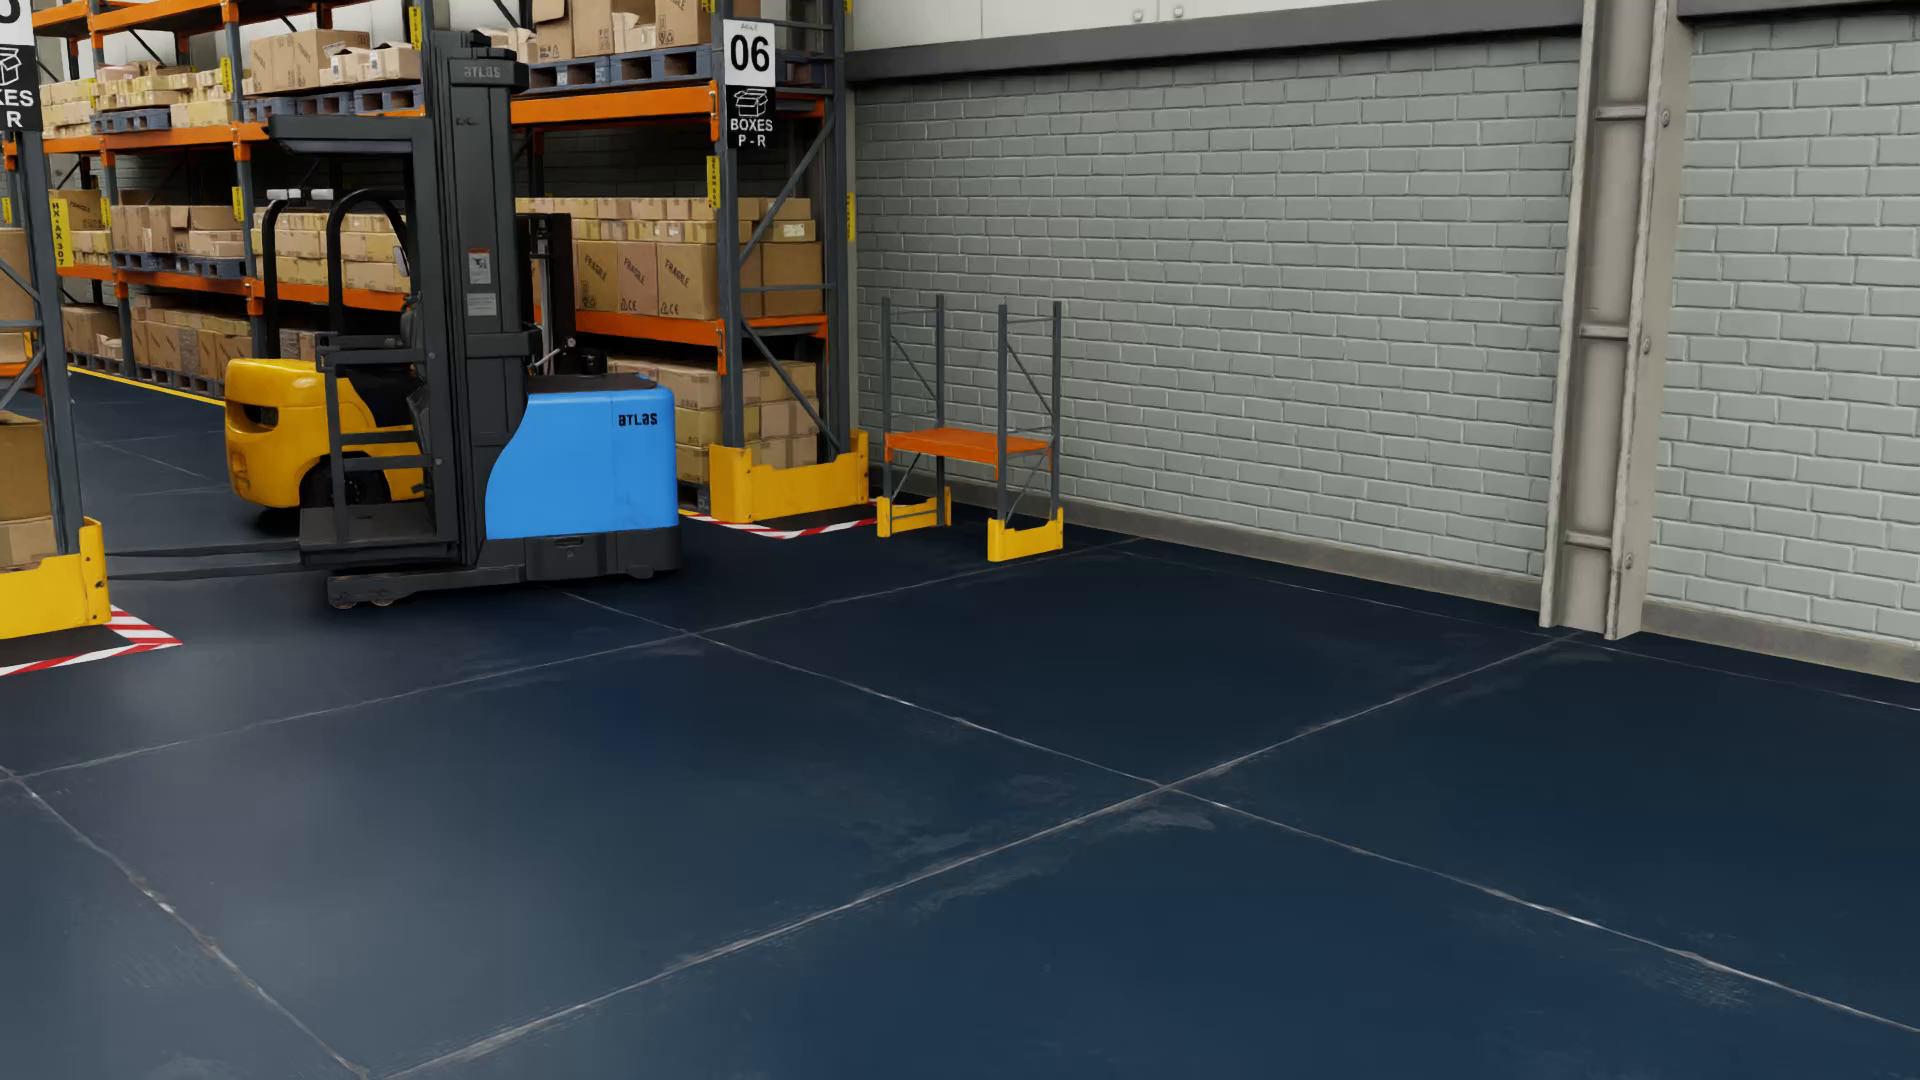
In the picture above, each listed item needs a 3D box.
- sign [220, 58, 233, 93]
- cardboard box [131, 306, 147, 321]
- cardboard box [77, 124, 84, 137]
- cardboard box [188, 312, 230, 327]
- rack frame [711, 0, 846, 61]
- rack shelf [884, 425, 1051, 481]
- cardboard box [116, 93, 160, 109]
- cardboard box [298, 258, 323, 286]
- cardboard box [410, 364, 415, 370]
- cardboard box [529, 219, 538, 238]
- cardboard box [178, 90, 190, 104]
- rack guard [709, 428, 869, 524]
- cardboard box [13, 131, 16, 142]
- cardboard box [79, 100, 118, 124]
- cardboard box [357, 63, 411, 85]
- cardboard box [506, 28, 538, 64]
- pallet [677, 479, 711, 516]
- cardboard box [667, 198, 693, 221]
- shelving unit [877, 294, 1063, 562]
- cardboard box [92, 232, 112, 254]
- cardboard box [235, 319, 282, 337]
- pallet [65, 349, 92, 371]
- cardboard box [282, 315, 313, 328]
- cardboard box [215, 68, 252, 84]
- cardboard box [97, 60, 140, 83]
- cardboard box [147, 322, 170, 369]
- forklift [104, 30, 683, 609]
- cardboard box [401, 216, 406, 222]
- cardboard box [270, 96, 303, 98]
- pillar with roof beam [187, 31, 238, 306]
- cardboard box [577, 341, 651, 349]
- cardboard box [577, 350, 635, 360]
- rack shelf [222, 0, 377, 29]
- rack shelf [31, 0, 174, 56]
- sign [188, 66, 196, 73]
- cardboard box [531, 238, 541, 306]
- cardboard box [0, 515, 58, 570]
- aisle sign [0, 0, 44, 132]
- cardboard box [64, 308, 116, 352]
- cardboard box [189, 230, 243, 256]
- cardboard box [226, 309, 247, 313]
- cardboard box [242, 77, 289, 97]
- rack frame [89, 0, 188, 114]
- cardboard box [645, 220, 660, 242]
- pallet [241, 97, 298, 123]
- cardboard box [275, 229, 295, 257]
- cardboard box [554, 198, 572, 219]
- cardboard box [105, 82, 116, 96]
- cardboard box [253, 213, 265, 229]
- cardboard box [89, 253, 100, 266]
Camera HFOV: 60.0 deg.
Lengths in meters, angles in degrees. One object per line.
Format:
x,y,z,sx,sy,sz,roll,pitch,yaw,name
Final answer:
-7.090,-4.496,16.084,0.100,0.325,0.005,-11,16,-43,sign
-9.403,-2.642,19.348,0.380,0.149,0.250,-10,15,-40,cardboard box
-10.266,-4.866,19.787,0.380,0.149,0.250,-10,15,-41,cardboard box
-8.249,-2.425,18.294,0.380,0.149,0.250,-11,16,-42,cardboard box
-1.172,-4.619,10.532,1.000,3.000,0.127,-11,16,-43,rack frame
0.059,-0.546,10.236,0.538,0.185,1.000,-11,16,-43,rack shelf
-9.028,-4.819,18.270,0.380,0.149,0.250,-11,16,-42,cardboard box
-5.862,-2.528,15.620,0.500,0.250,0.500,11,16,43,cardboard box
-4.302,-1.382,14.530,0.875,0.625,0.625,-10,15,-40,cardboard box
-3.041,-2.357,12.565,0.250,0.149,0.380,11,16,43,cardboard box
-7.985,-4.649,17.494,0.380,0.149,0.250,-10,15,-41,cardboard box
-1.155,-0.453,11.372,1.175,0.500,0.348,-11,16,-43,rack guard
-12.169,-5.283,21.811,0.380,0.149,0.250,-10,16,-41,cardboard box
-9.973,-5.009,19.492,0.500,0.250,0.500,-11,16,-42,cardboard box
-4.913,-3.984,14.214,0.380,0.149,0.250,-11,16,-43,cardboard box
-3.129,-3.664,12.372,0.258,0.266,0.396,11,16,44,cardboard box
-1.730,-0.421,11.932,1.003,0.211,1.213,-11,16,-43,pallet
-1.764,-2.248,11.296,0.380,0.149,0.250,-11,16,-42,cardboard box
0.053,-0.723,10.206,0.587,1.500,1.083,-11,16,-43,shelving unit
-9.987,-3.545,19.818,0.500,0.250,0.500,-10,16,-41,cardboard box
-7.220,-2.184,17.127,0.250,0.149,0.380,11,16,42,cardboard box
-10.779,-2.345,21.271,1.003,0.211,1.213,-11,16,-43,pallet
-6.995,-2.310,17.735,0.380,0.149,0.250,-10,15,-41,cardboard box
-7.148,-4.594,16.490,0.380,0.149,0.250,-10,15,-41,cardboard box
-9.503,-5.289,18.786,0.396,0.266,0.258,-11,16,-43,cardboard box
-8.912,-2.235,18.982,0.500,0.500,0.500,-11,16,-43,cardboard box
-3.131,-1.195,8.950,3.031,2.935,1.130,-4,12,-20,forklift
-4.522,-2.686,14.157,0.380,0.149,0.250,-11,16,-43,cardboard box
-6.776,-4.526,16.897,0.380,0.149,0.250,-11,16,-42,cardboard box
-12.401,-5.998,17.223,9.100,9.000,0.400,-11,16,-43,pillar with roof beam
-2.754,-1.421,13.171,0.500,0.250,0.500,-11,16,-42,cardboard box
-2.772,-1.274,12.459,0.500,0.250,0.500,-11,16,-44,cardboard box
-5.315,-4.947,14.895,1.077,0.370,4.000,-11,16,-43,rack shelf
-10.840,-6.309,20.522,1.077,0.370,4.000,-11,16,-43,rack shelf
-9.060,-5.425,19.621,0.100,0.325,0.005,-11,16,-43,sign
-3.094,-2.065,12.754,0.500,0.500,0.500,-11,16,-43,cardboard box
-5.116,-0.004,8.771,0.500,0.250,0.500,-11,16,-43,cardboard box
-4.492,-2.296,7.681,0.394,0.787,0.004,-11,16,-43,aisle sign
-11.012,-2.674,21.110,0.500,0.500,0.500,-11,16,-42,cardboard box
-7.659,-3.090,17.305,0.500,0.250,0.500,11,16,42,cardboard box
-8.071,-2.535,18.828,0.380,0.149,0.250,-11,16,-42,cardboard box
-6.675,-4.365,16.020,0.380,0.166,0.250,-11,16,-43,cardboard box
-9.459,-6.371,19.032,1.000,3.000,0.127,-11,16,-43,rack frame
-1.947,-2.139,11.504,0.380,0.149,0.250,-11,16,-42,cardboard box
-6.163,-4.139,16.100,1.213,0.211,1.003,-10,15,-40,pallet
-6.222,-2.848,15.934,0.500,0.250,0.500,-10,15,-41,cardboard box
-2.796,-2.478,12.415,0.380,0.149,0.250,-11,16,-42,cardboard box
-9.334,-5.045,18.629,0.380,0.149,0.250,-11,16,-42,cardboard box
-6.689,-3.128,16.304,0.380,0.149,0.250,-10,15,-41,cardboard box
-10.254,-3.390,20.055,0.380,0.149,0.250,-10,16,-41,cardboard box
